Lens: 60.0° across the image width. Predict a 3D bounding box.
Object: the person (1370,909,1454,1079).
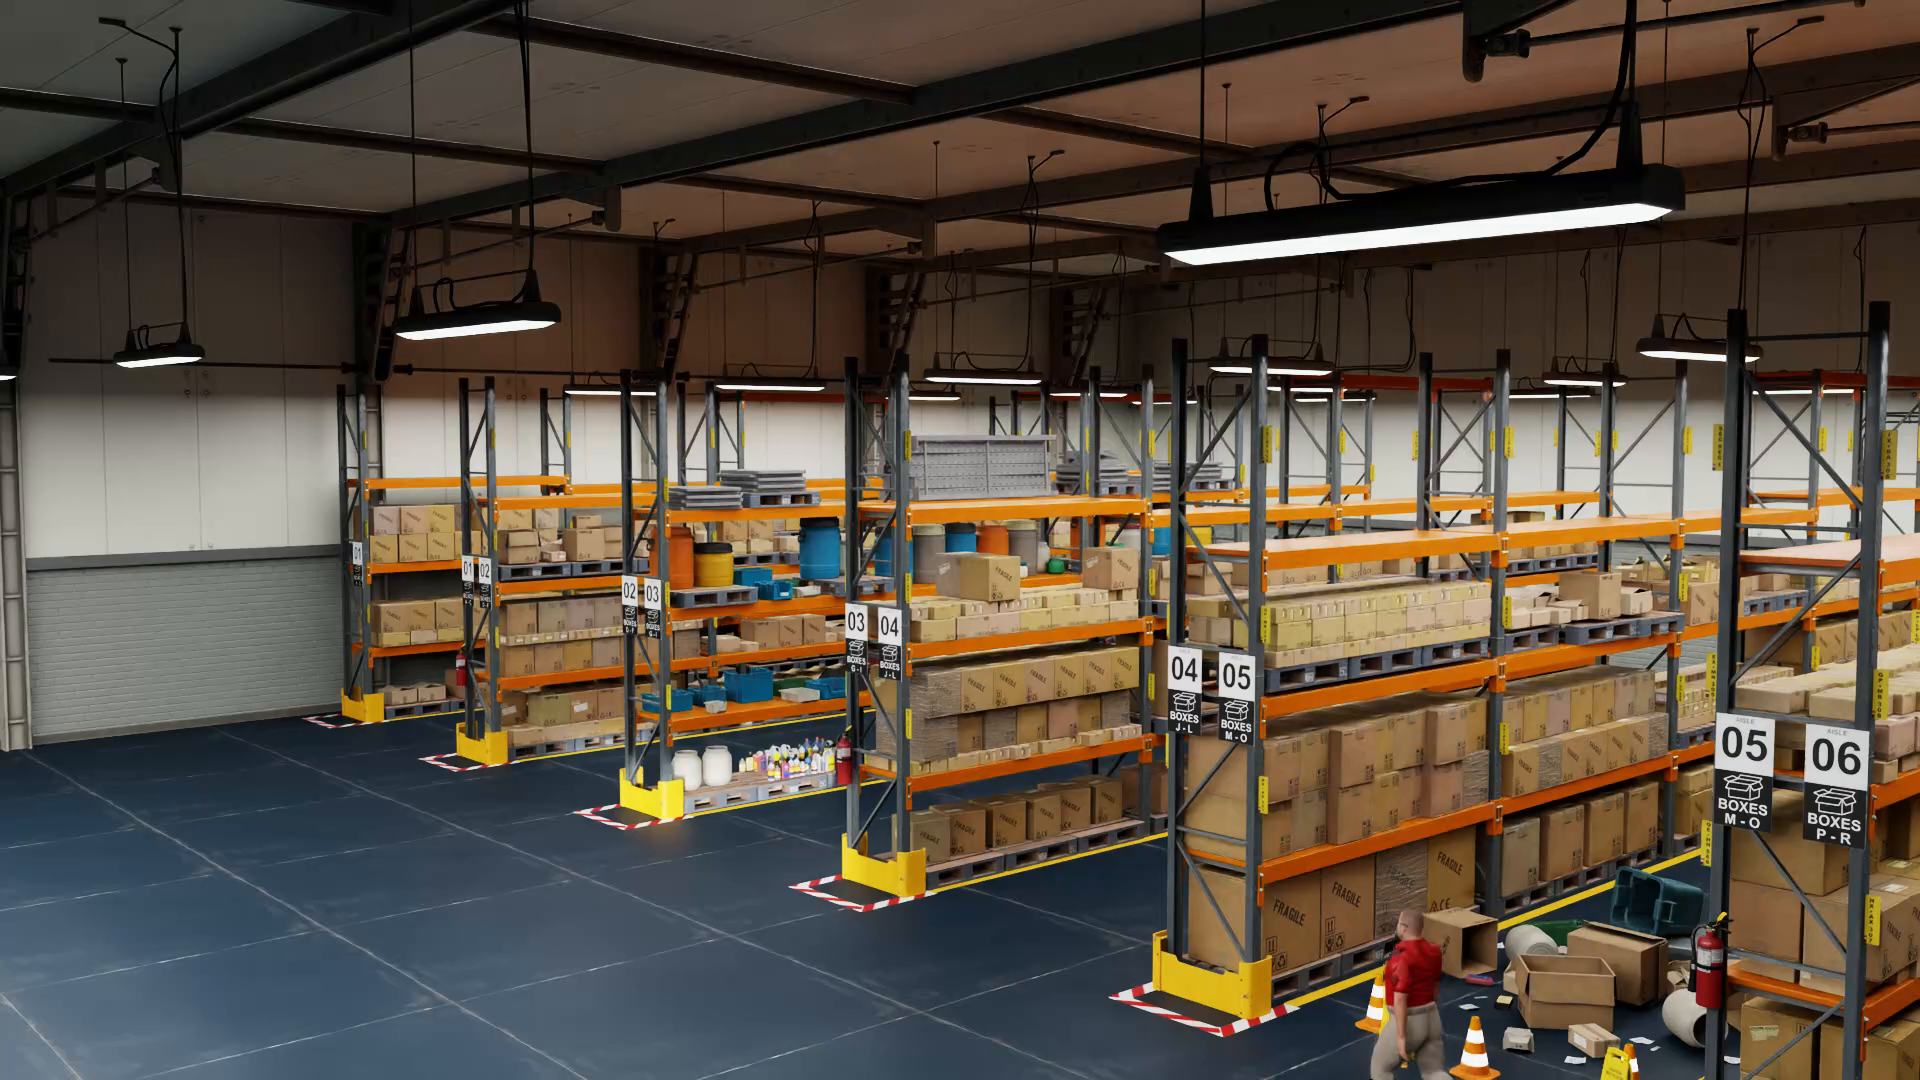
[{"bbox_3d":[3.307,3.519,12.061,0.539,1.682,1.019,-3,5,-41],"label":"person"}]
